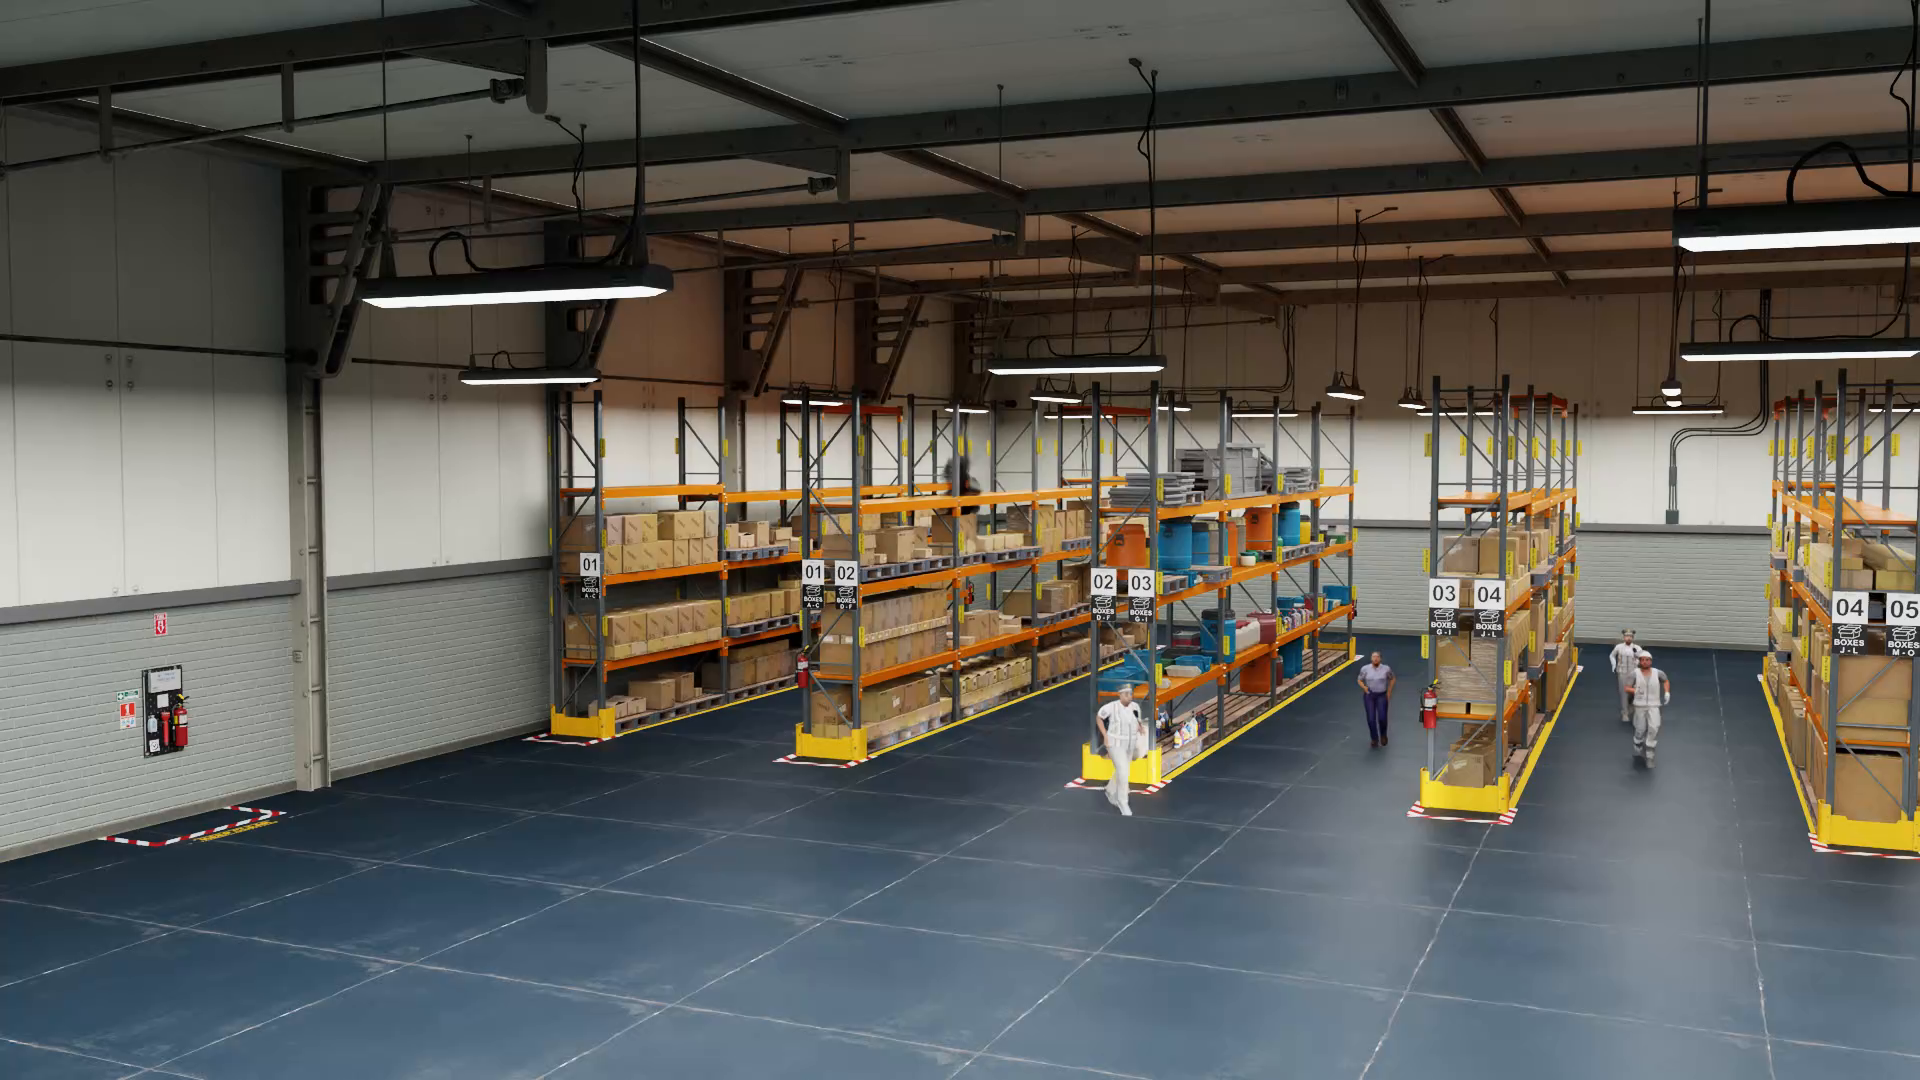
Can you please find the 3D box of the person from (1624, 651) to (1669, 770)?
[{"bbox_3d":[10.854,2.665,26.282,0.669,1.812,0.893,1,3,20],"label":"person"}]

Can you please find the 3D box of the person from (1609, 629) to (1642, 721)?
[{"bbox_3d":[12.295,2.462,30.633,0.622,1.665,0.896,1,3,19],"label":"person"}]

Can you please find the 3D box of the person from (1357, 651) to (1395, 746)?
[{"bbox_3d":[6.947,2.655,27.804,0.603,1.609,0.573,1,3,17],"label":"person"}]

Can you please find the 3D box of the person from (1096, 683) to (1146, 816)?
[{"bbox_3d":[2.233,2.867,22.948,0.584,1.831,0.898,-2,4,-32],"label":"person"}]
